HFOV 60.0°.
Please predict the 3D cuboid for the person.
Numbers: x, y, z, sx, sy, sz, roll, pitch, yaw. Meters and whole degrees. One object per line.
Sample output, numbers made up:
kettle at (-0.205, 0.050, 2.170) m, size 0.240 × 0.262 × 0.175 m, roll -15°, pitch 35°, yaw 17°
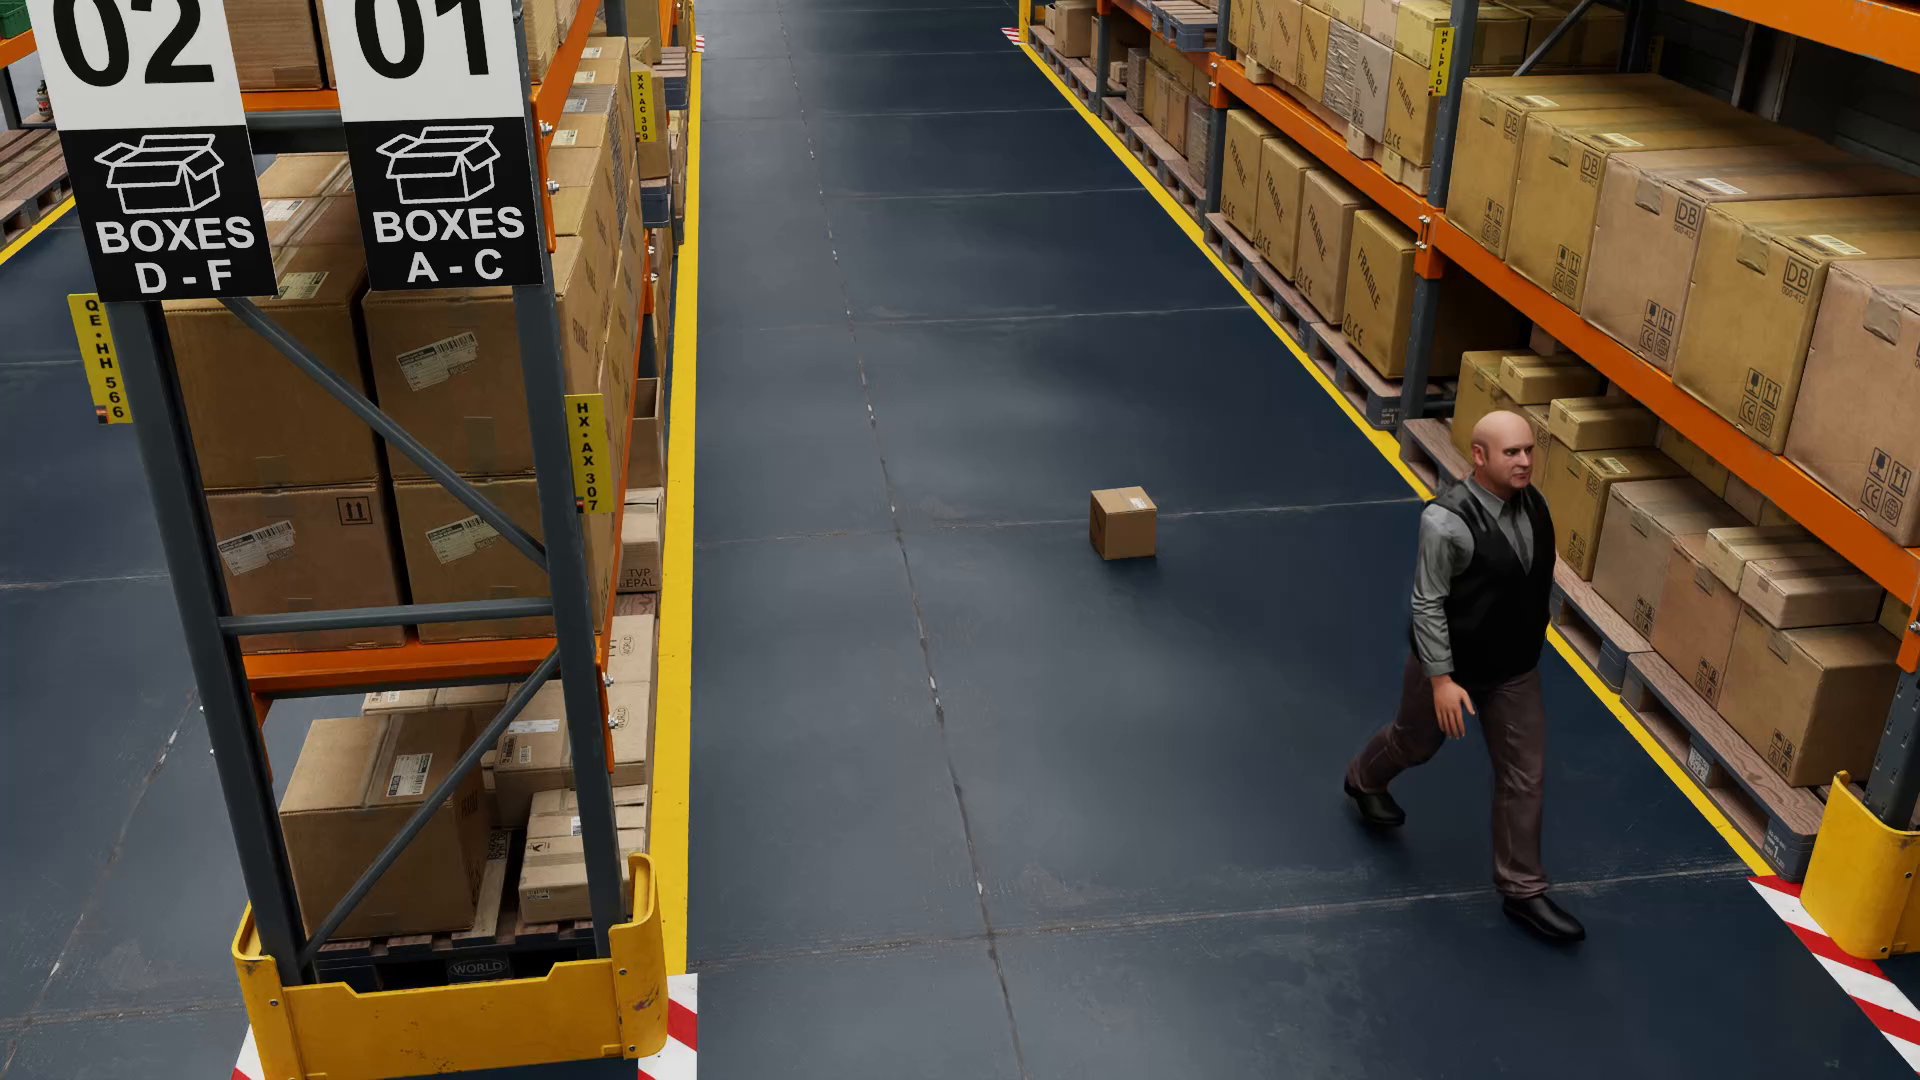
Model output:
person at (1.675, 0.436, 5.380) m, size 0.560 × 1.597 × 1.024 m, roll -11°, pitch 29°, yaw -21°
